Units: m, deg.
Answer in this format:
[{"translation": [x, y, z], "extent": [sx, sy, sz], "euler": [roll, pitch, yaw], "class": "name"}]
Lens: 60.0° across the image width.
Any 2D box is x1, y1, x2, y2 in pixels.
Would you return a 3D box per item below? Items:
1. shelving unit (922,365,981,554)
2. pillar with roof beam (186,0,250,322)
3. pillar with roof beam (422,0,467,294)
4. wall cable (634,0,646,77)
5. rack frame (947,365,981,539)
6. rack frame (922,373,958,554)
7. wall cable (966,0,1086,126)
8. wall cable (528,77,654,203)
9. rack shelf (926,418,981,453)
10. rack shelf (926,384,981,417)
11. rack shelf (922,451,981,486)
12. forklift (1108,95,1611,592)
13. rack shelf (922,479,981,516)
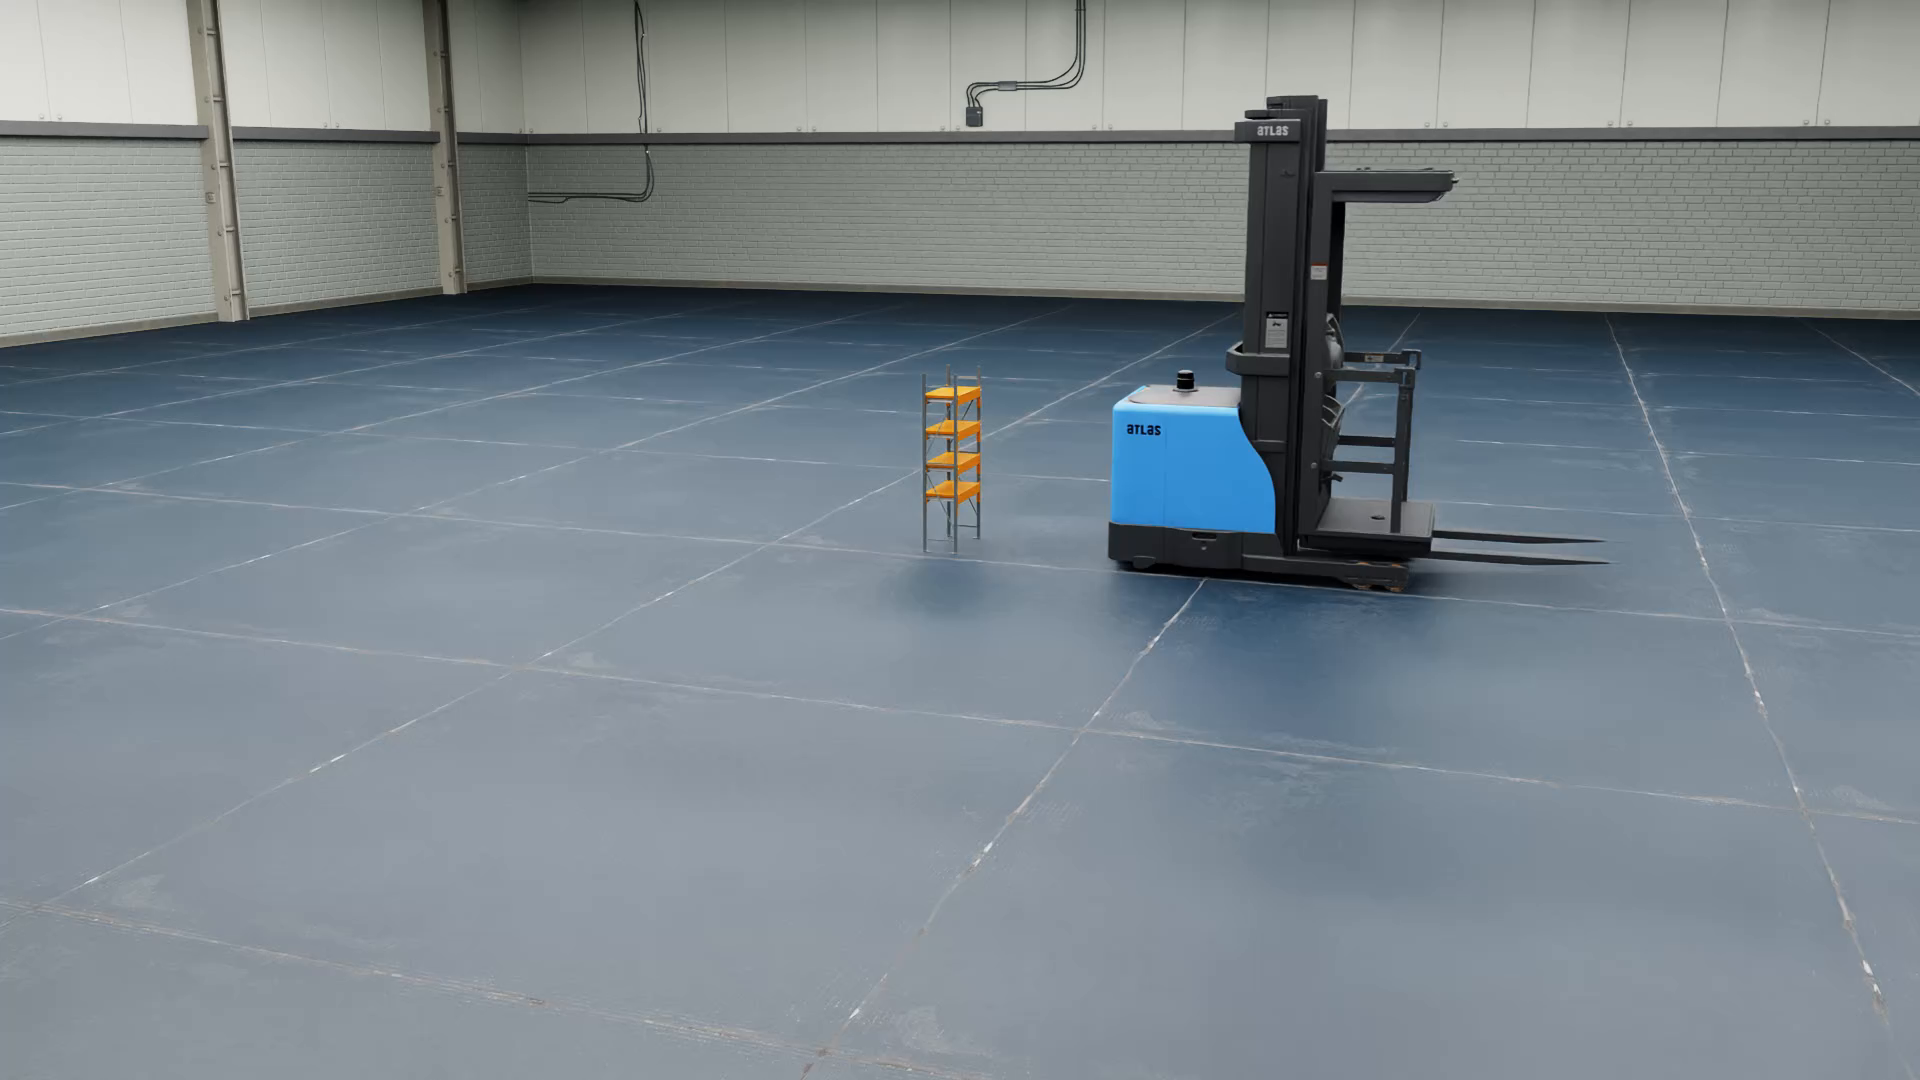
[{"translation": [-0.054, -0.550, 11.202], "extent": [0.258, 1.200, 0.503], "euler": [4, 14, 18], "class": "shelving unit"}, {"translation": [-7.836, -7.678, 24.904], "extent": [9.100, 9.000, 0.400], "euler": [4, 14, 18], "class": "pillar with roof beam"}, {"translation": [-5.895, -8.941, 30.439], "extent": [9.100, 9.000, 0.400], "euler": [4, 14, 18], "class": "pillar with roof beam"}, {"translation": [-5.204, -10.530, 33.028], "extent": [3.097, 2.526, 0.112], "euler": [4, 14, 18], "class": "wall cable"}, {"translation": [0.025, -0.601, 11.427], "extent": [0.240, 1.200, 0.015], "euler": [4, 14, 18], "class": "rack frame"}, {"translation": [-0.133, -0.499, 10.977], "extent": [0.240, 1.200, 0.015], "euler": [4, 14, 18], "class": "rack frame"}, {"translation": [1.214, -10.747, 30.710], "extent": [2.305, 6.003, 0.169], "euler": [4, 14, 18], "class": "wall cable"}, {"translation": [-7.764, -8.262, 34.443], "extent": [3.097, 2.526, 0.112], "euler": [4, 14, 18], "class": "wall cable"}, {"translation": [-0.054, -0.703, 11.167], "extent": [0.258, 0.148, 0.480], "euler": [4, 14, 18], "class": "rack shelf"}, {"translation": [-0.054, -0.933, 11.114], "extent": [0.258, 0.148, 0.480], "euler": [4, 14, 18], "class": "rack shelf"}, {"translation": [-0.054, -0.485, 11.217], "extent": [0.258, 0.148, 0.480], "euler": [4, 14, 18], "class": "rack shelf"}, {"translation": [2.525, -1.246, 10.360], "extent": [3.031, 2.935, 1.130], "euler": [4, 13, 17], "class": "forklift"}, {"translation": [-0.054, -0.291, 11.261], "extent": [0.258, 0.148, 0.480], "euler": [4, 14, 18], "class": "rack shelf"}]
